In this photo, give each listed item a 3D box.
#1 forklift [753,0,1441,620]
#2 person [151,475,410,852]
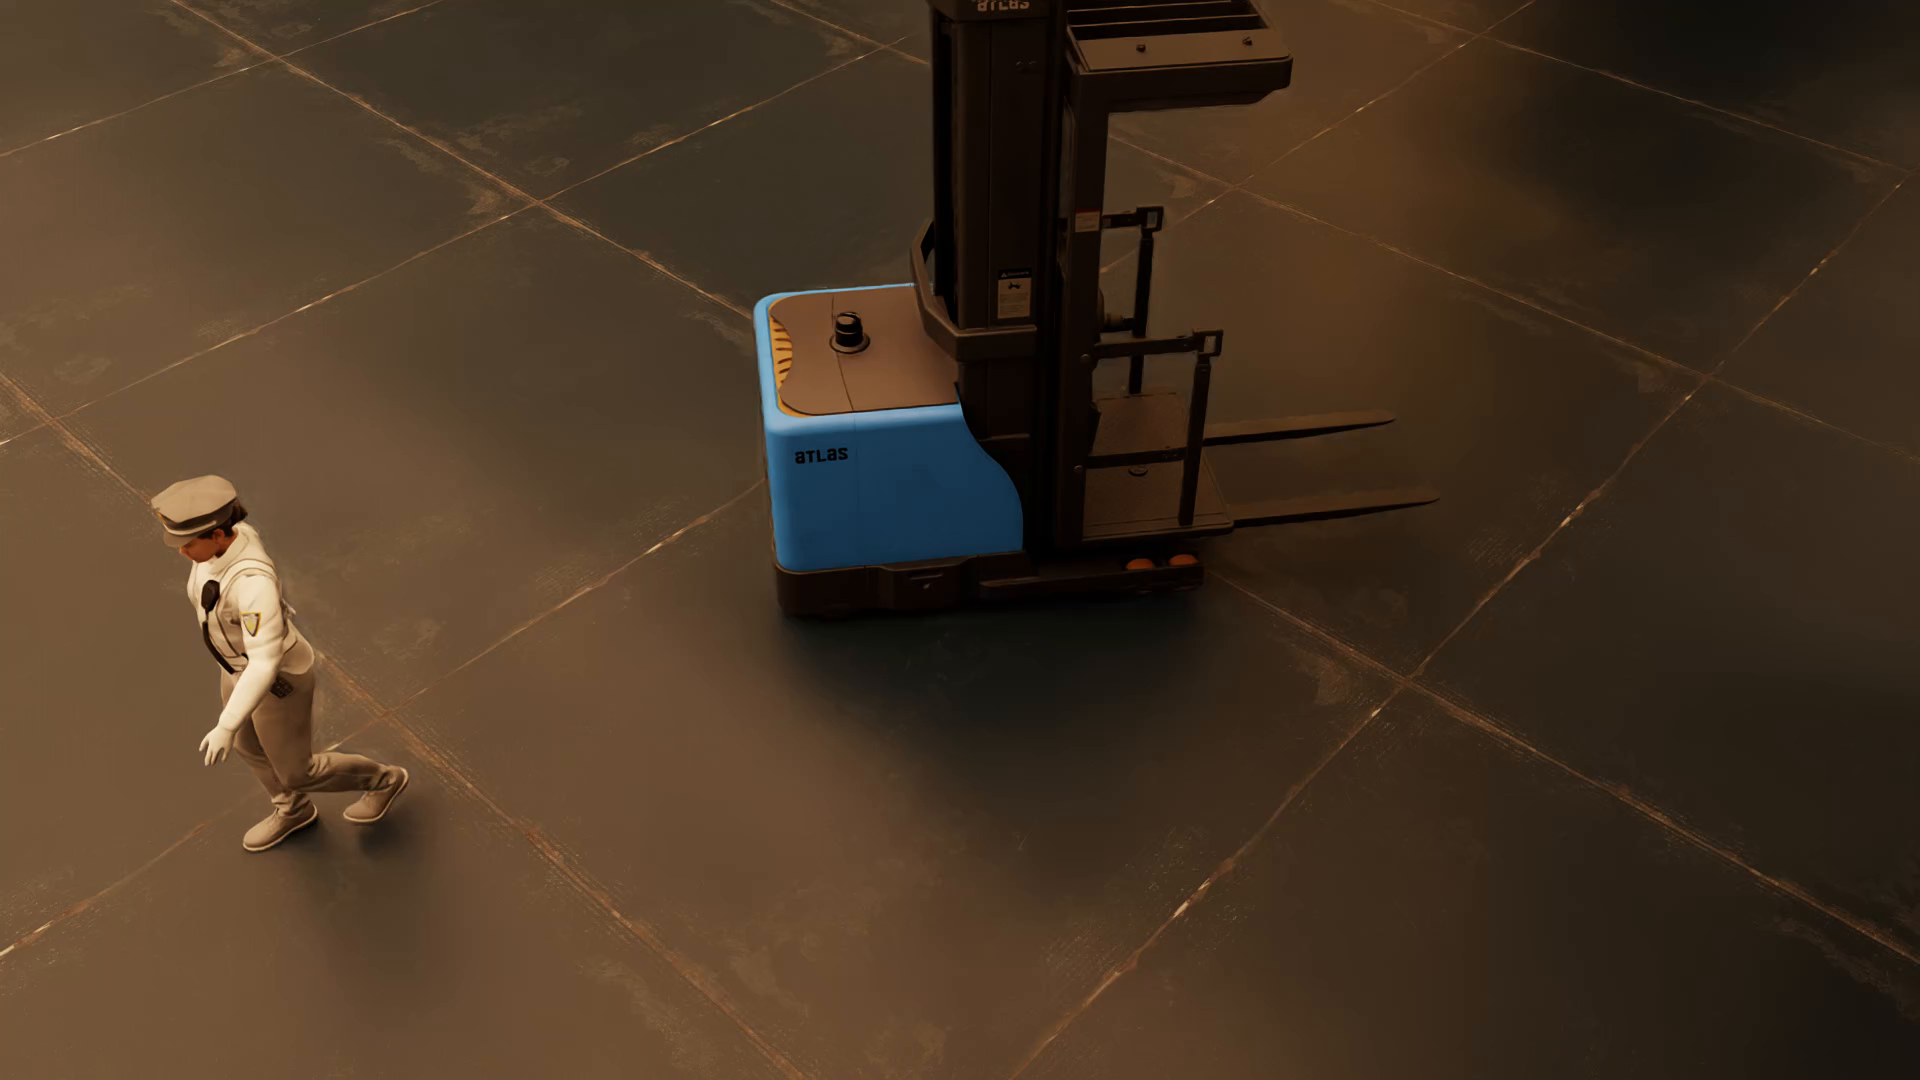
[{"bbox_3d":[0.642,-1.205,6.832,3.031,2.935,1.130,-5,41,-6],"label":"forklift"},{"bbox_3d":[-2.455,0.462,5.883,0.653,1.652,0.787,-27,48,-28],"label":"person"}]
